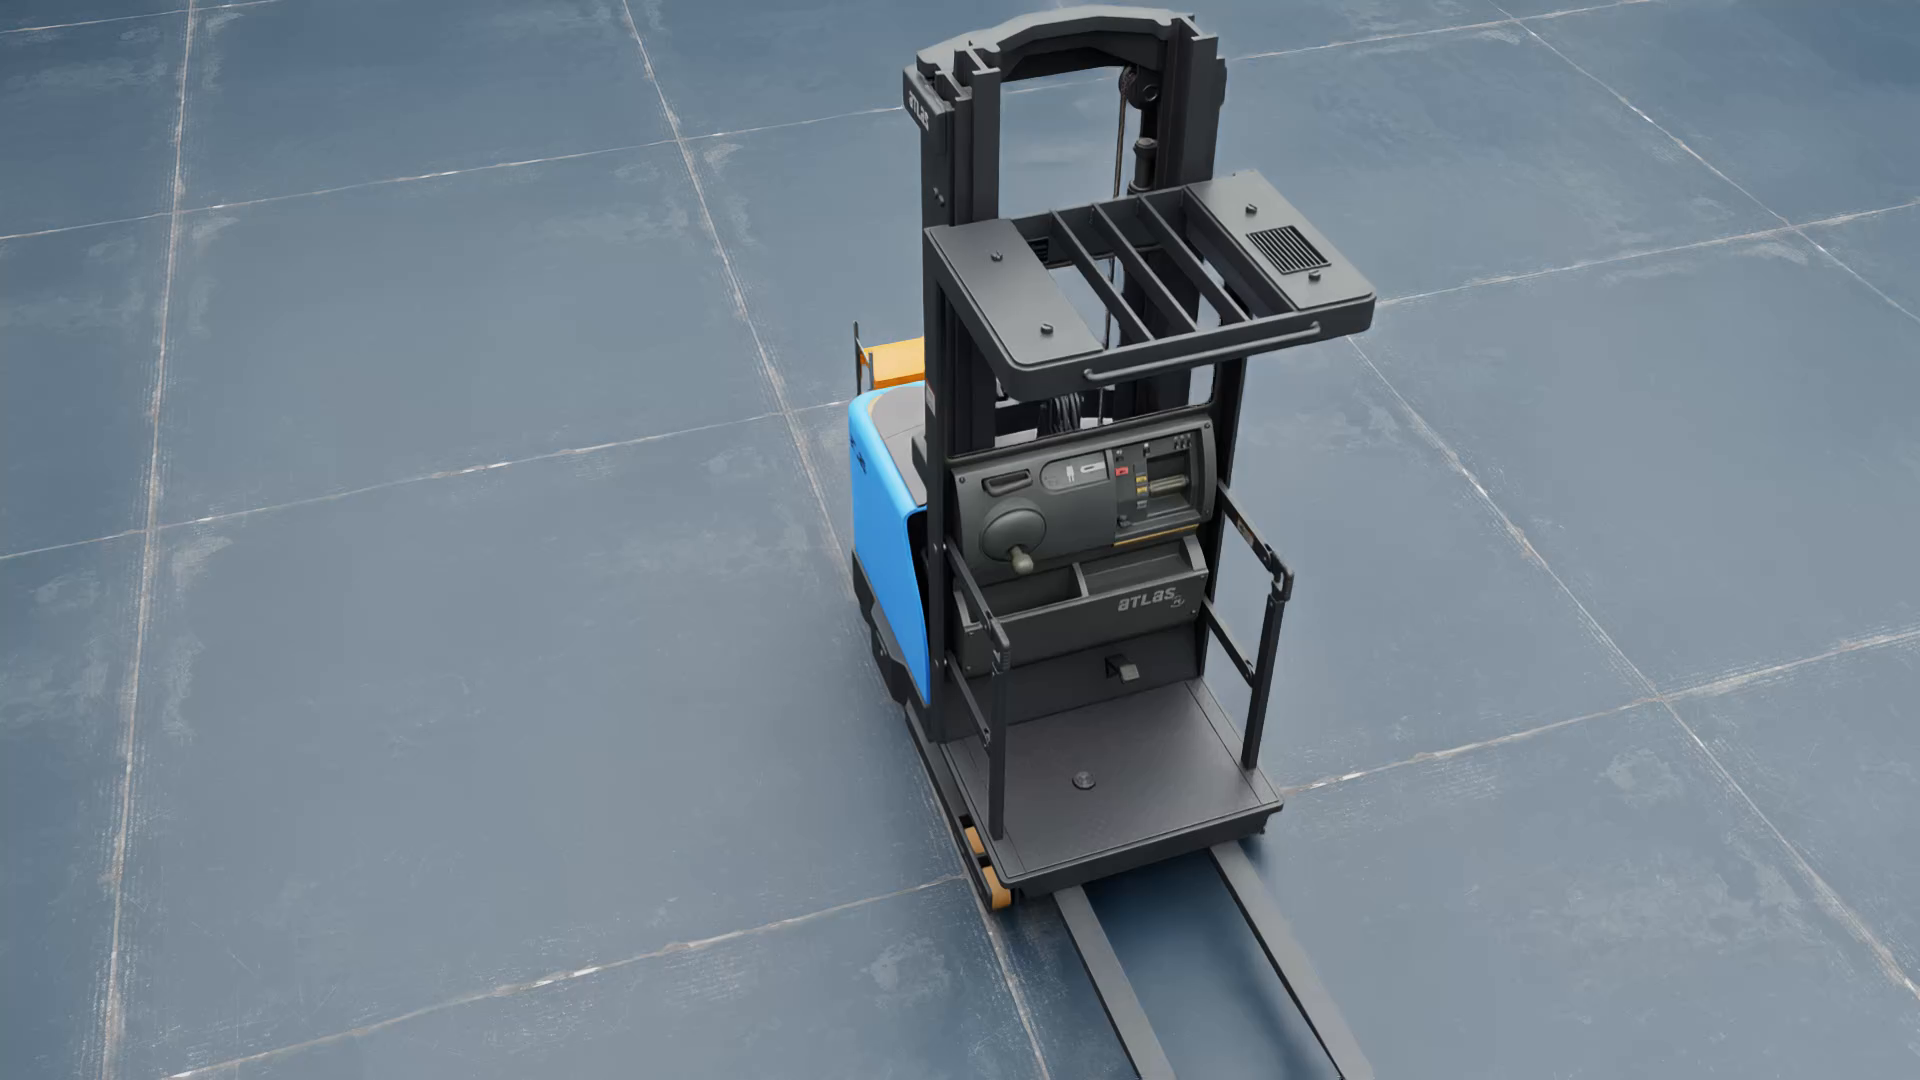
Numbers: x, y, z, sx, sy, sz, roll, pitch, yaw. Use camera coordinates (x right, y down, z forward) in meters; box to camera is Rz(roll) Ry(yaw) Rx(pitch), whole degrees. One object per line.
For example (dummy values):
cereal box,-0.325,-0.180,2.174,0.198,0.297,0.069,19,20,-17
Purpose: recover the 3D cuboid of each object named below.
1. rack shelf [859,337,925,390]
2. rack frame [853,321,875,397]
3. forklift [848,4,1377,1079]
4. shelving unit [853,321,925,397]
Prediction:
rack shelf,-0.160,-0.717,6.911,0.480,0.148,0.258,-12,43,-14
rack frame,-0.392,-0.370,7.111,0.015,1.200,0.240,-12,43,-14
forklift,0.504,-0.066,5.447,1.130,2.935,3.031,-13,43,-14
shelving unit,-0.160,-0.421,7.170,0.503,1.200,0.258,-12,43,-14
